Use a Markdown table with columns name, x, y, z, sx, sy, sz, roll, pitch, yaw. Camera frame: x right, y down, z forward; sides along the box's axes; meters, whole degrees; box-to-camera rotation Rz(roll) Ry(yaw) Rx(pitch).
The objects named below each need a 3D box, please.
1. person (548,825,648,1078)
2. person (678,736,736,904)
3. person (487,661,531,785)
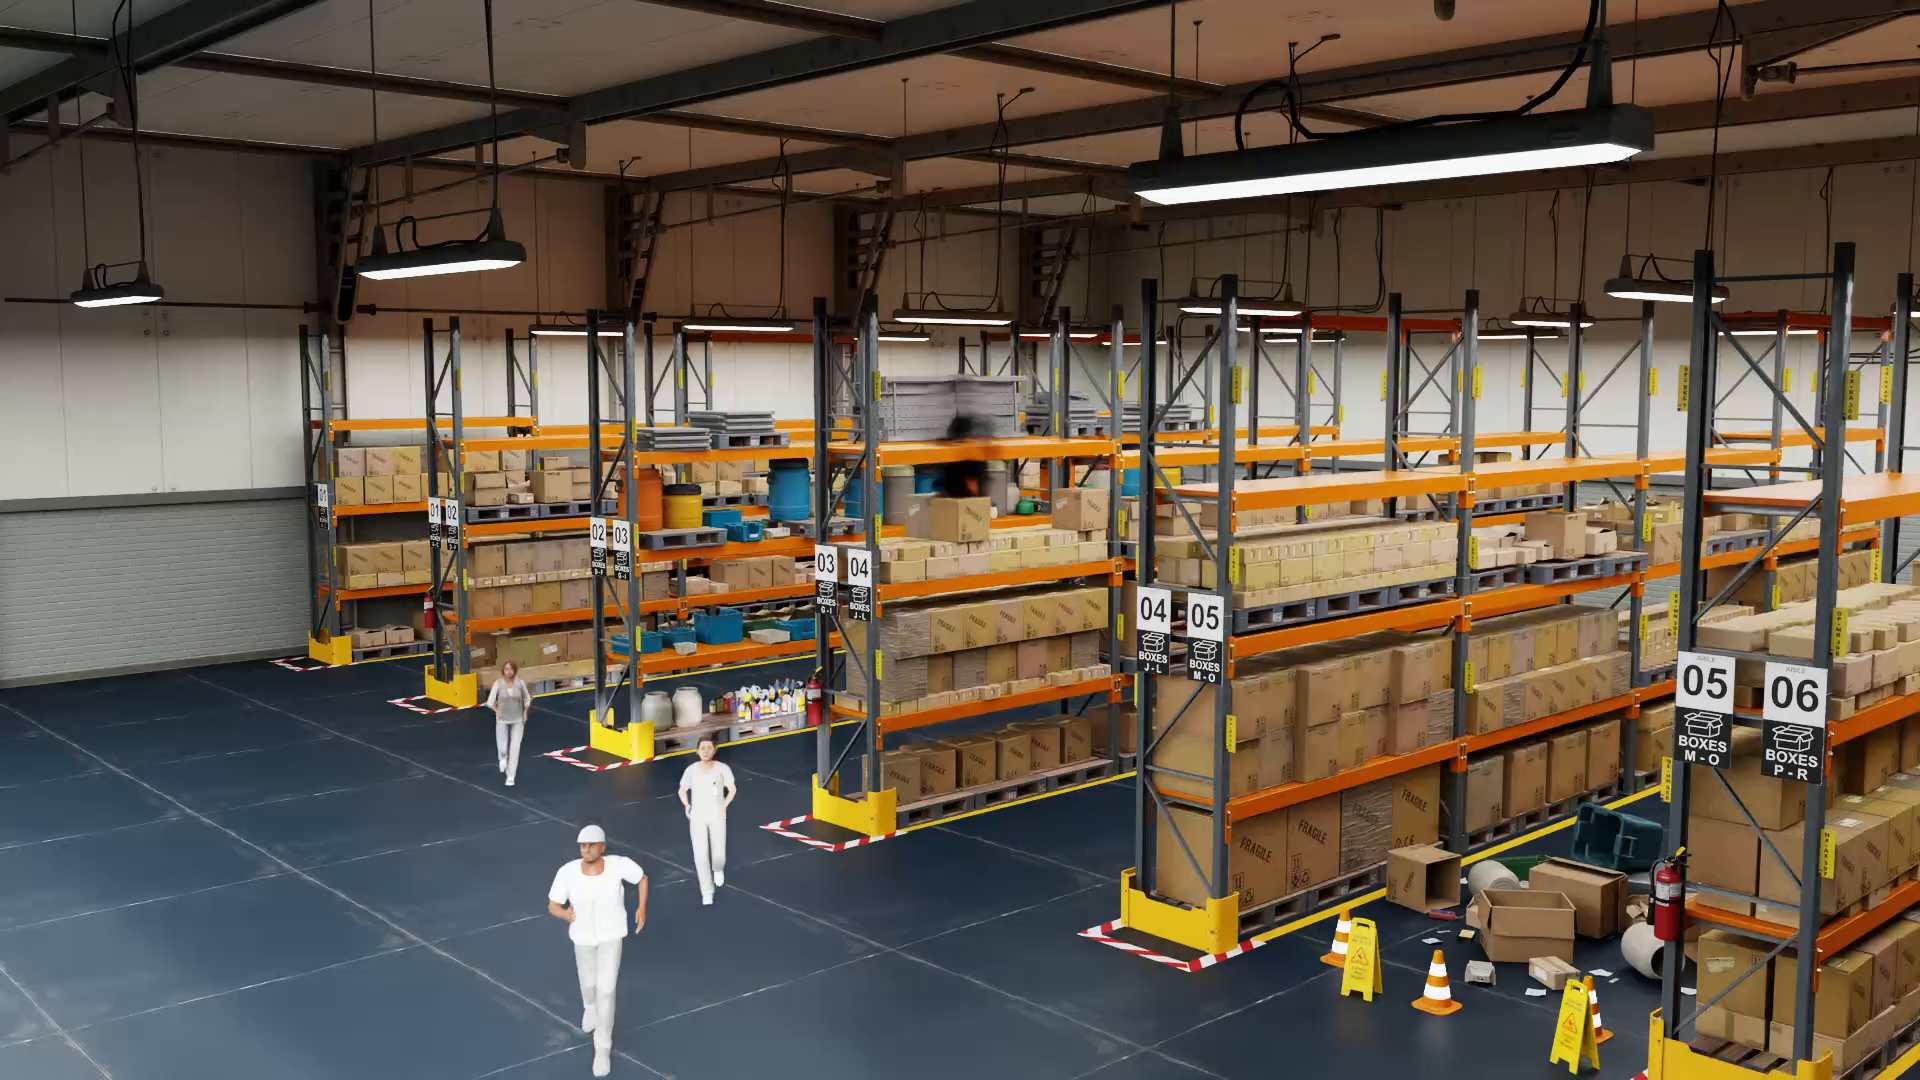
| name | x | y | z | sx | sy | sz | roll | pitch | yaw |
| --- | --- | --- | --- | --- | --- | --- | --- | --- | --- |
| person | -2.731 | 3.016 | 12.594 | 0.712 | 1.801 | 0.948 | 0 | 6 | -2 |
| person | -2.474 | 2.715 | 16.272 | 0.561 | 1.618 | 0.593 | -1 | 6 | -5 |
| person | -5.659 | 2.288 | 20.914 | 0.537 | 1.532 | 0.616 | -2 | 6 | -19 |
